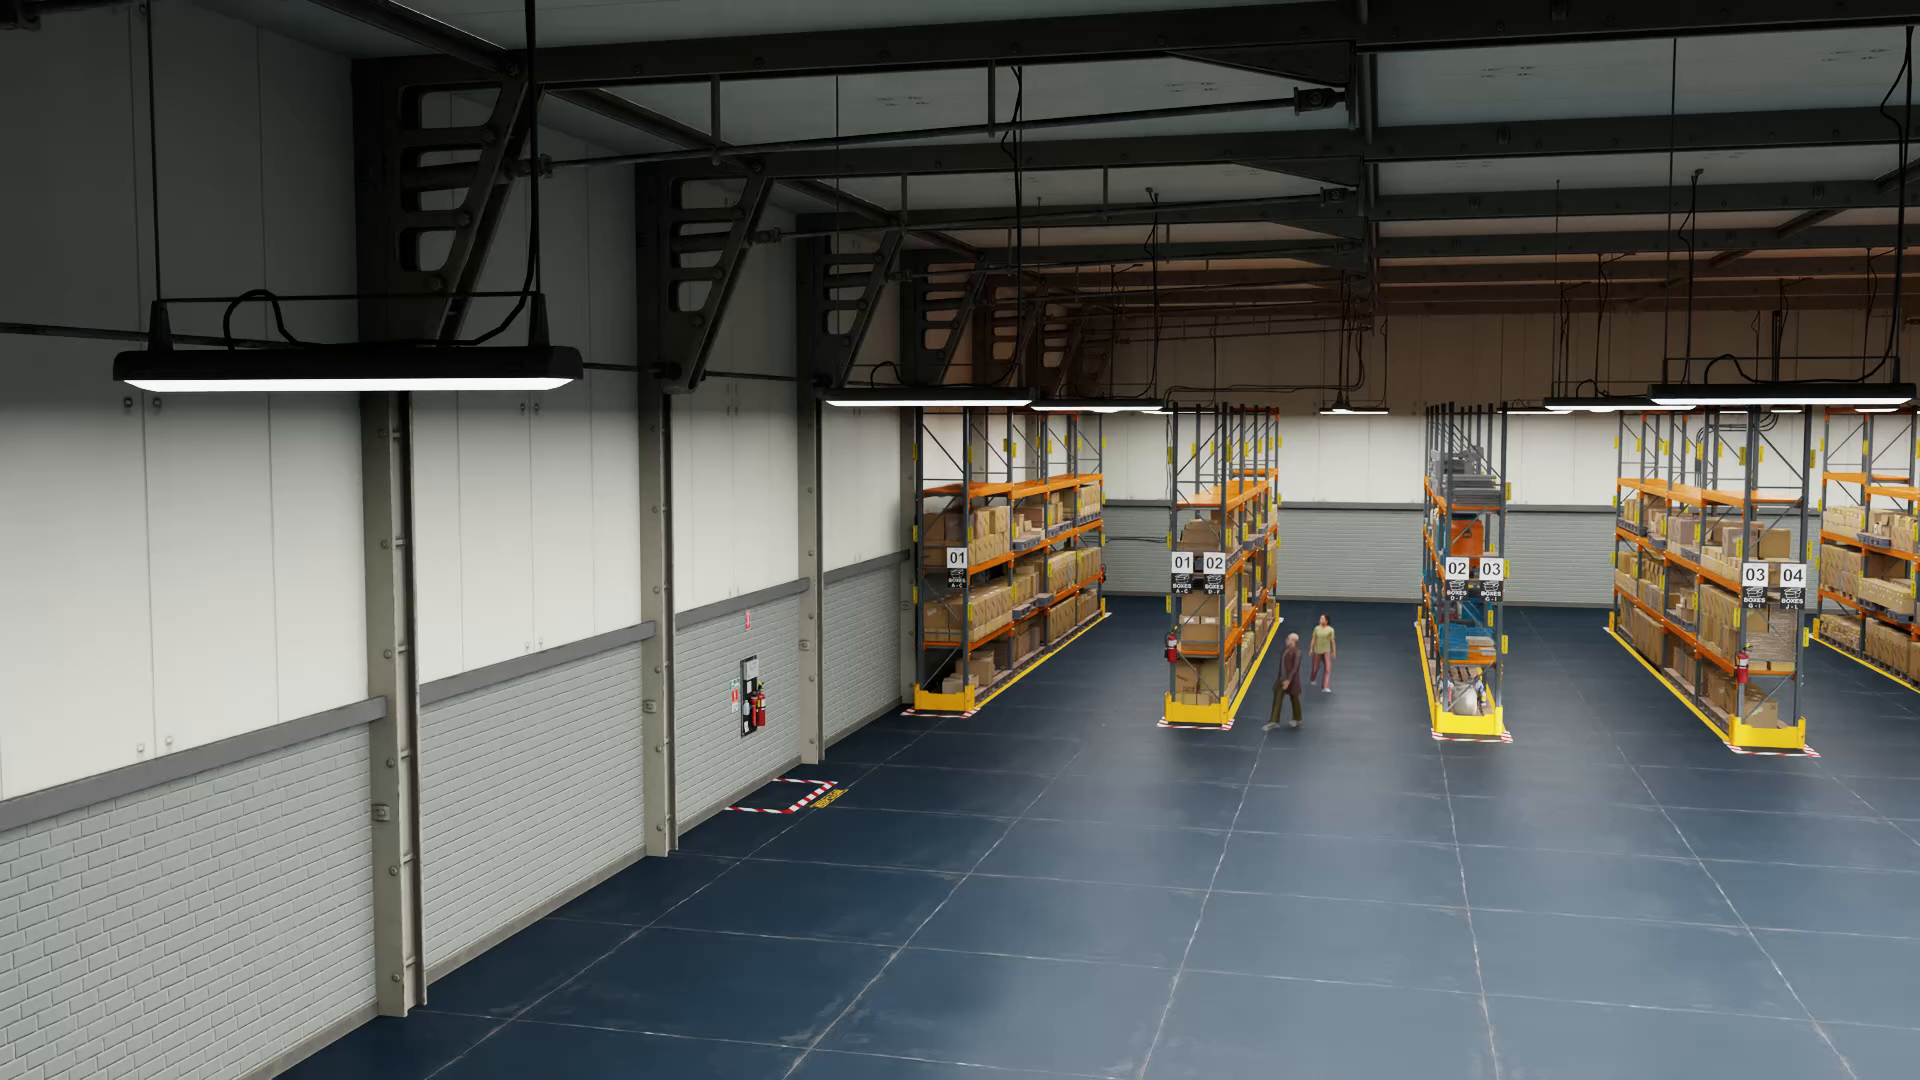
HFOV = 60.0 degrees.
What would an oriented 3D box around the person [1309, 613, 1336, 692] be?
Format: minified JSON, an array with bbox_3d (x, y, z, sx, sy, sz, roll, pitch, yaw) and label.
[{"bbox_3d":[7.574,2.337,34.782,0.570,1.622,0.945,0,4,0],"label":"person"}]

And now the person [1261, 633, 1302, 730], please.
[{"bbox_3d":[5.992,2.682,30.512,0.542,1.540,0.991,3,5,36],"label":"person"}]
